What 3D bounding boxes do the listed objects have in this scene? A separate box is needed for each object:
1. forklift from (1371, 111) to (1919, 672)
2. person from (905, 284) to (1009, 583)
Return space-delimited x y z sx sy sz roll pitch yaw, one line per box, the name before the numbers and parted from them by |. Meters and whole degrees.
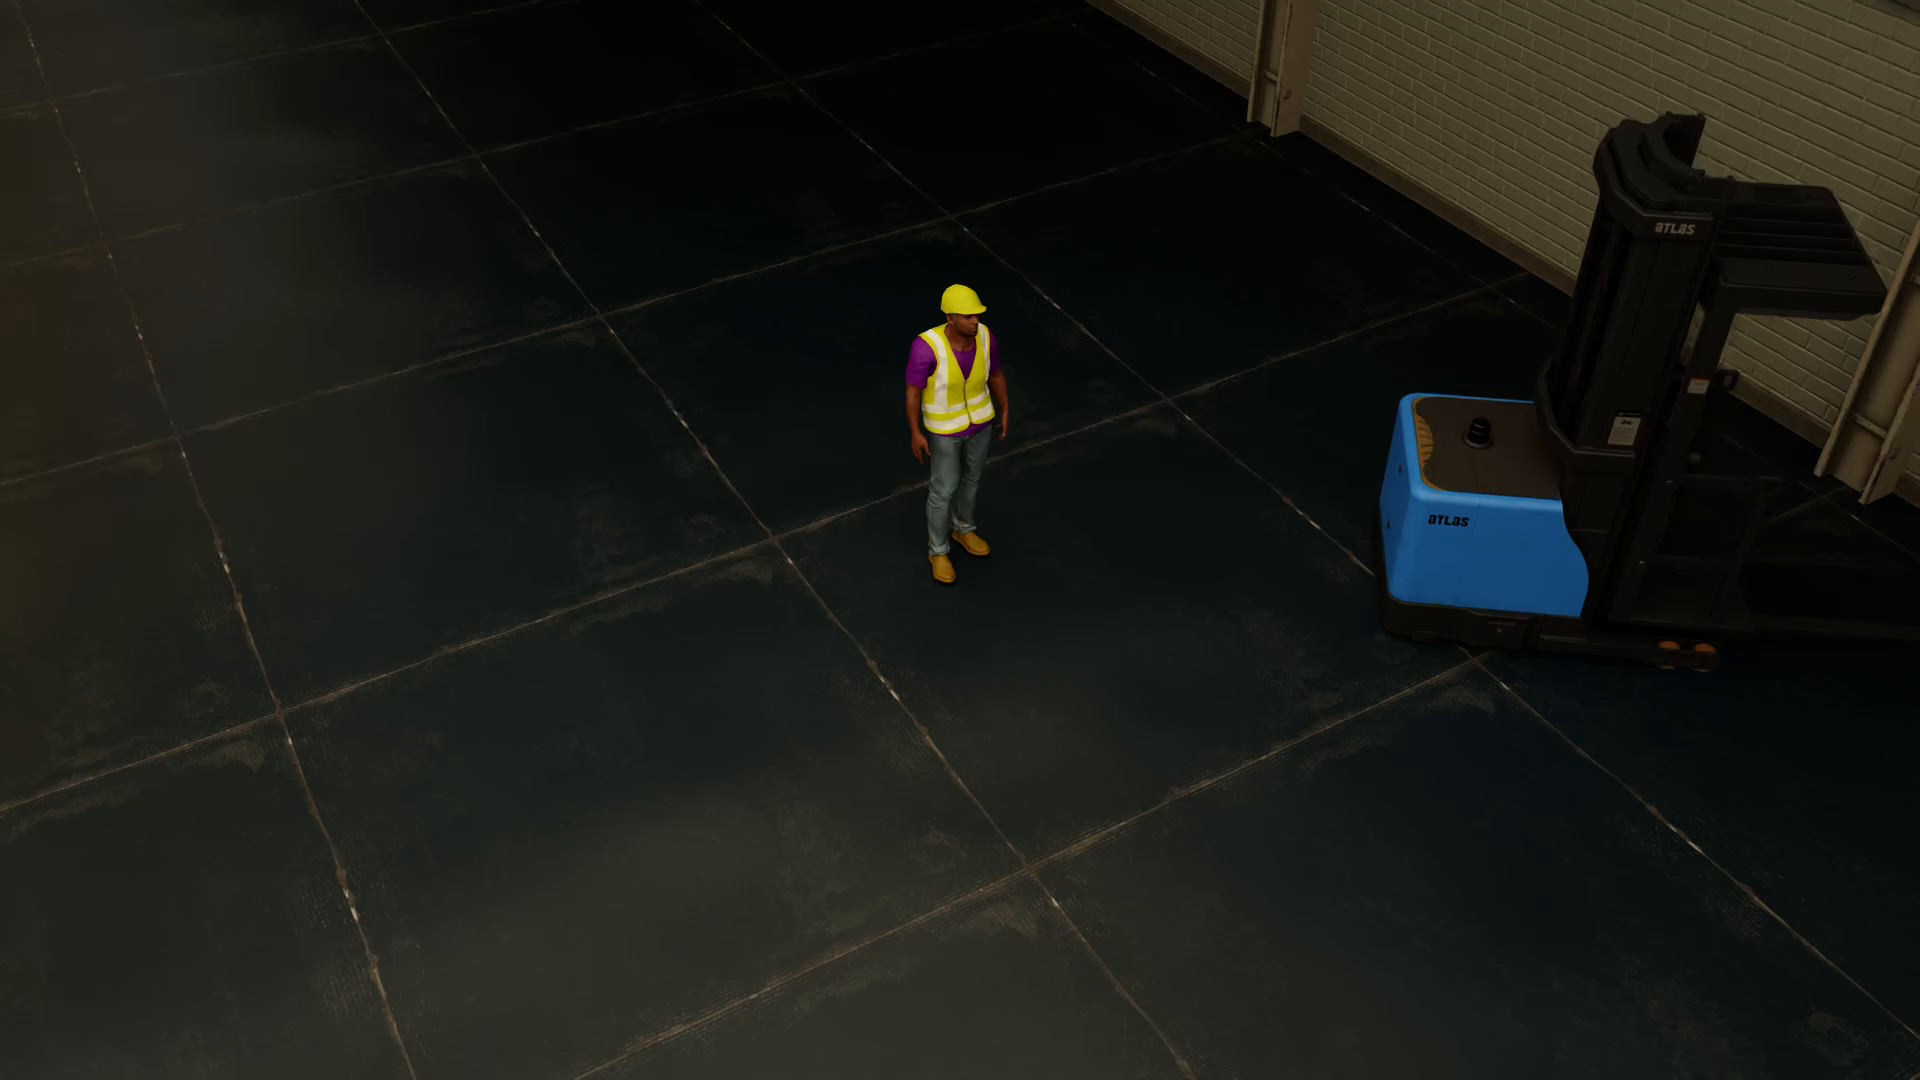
forklift | 3.992 -0.741 8.930 3.031 2.935 1.130 5 40 6
person | 0.030 -0.645 9.714 0.665 1.768 0.575 -20 44 -23
